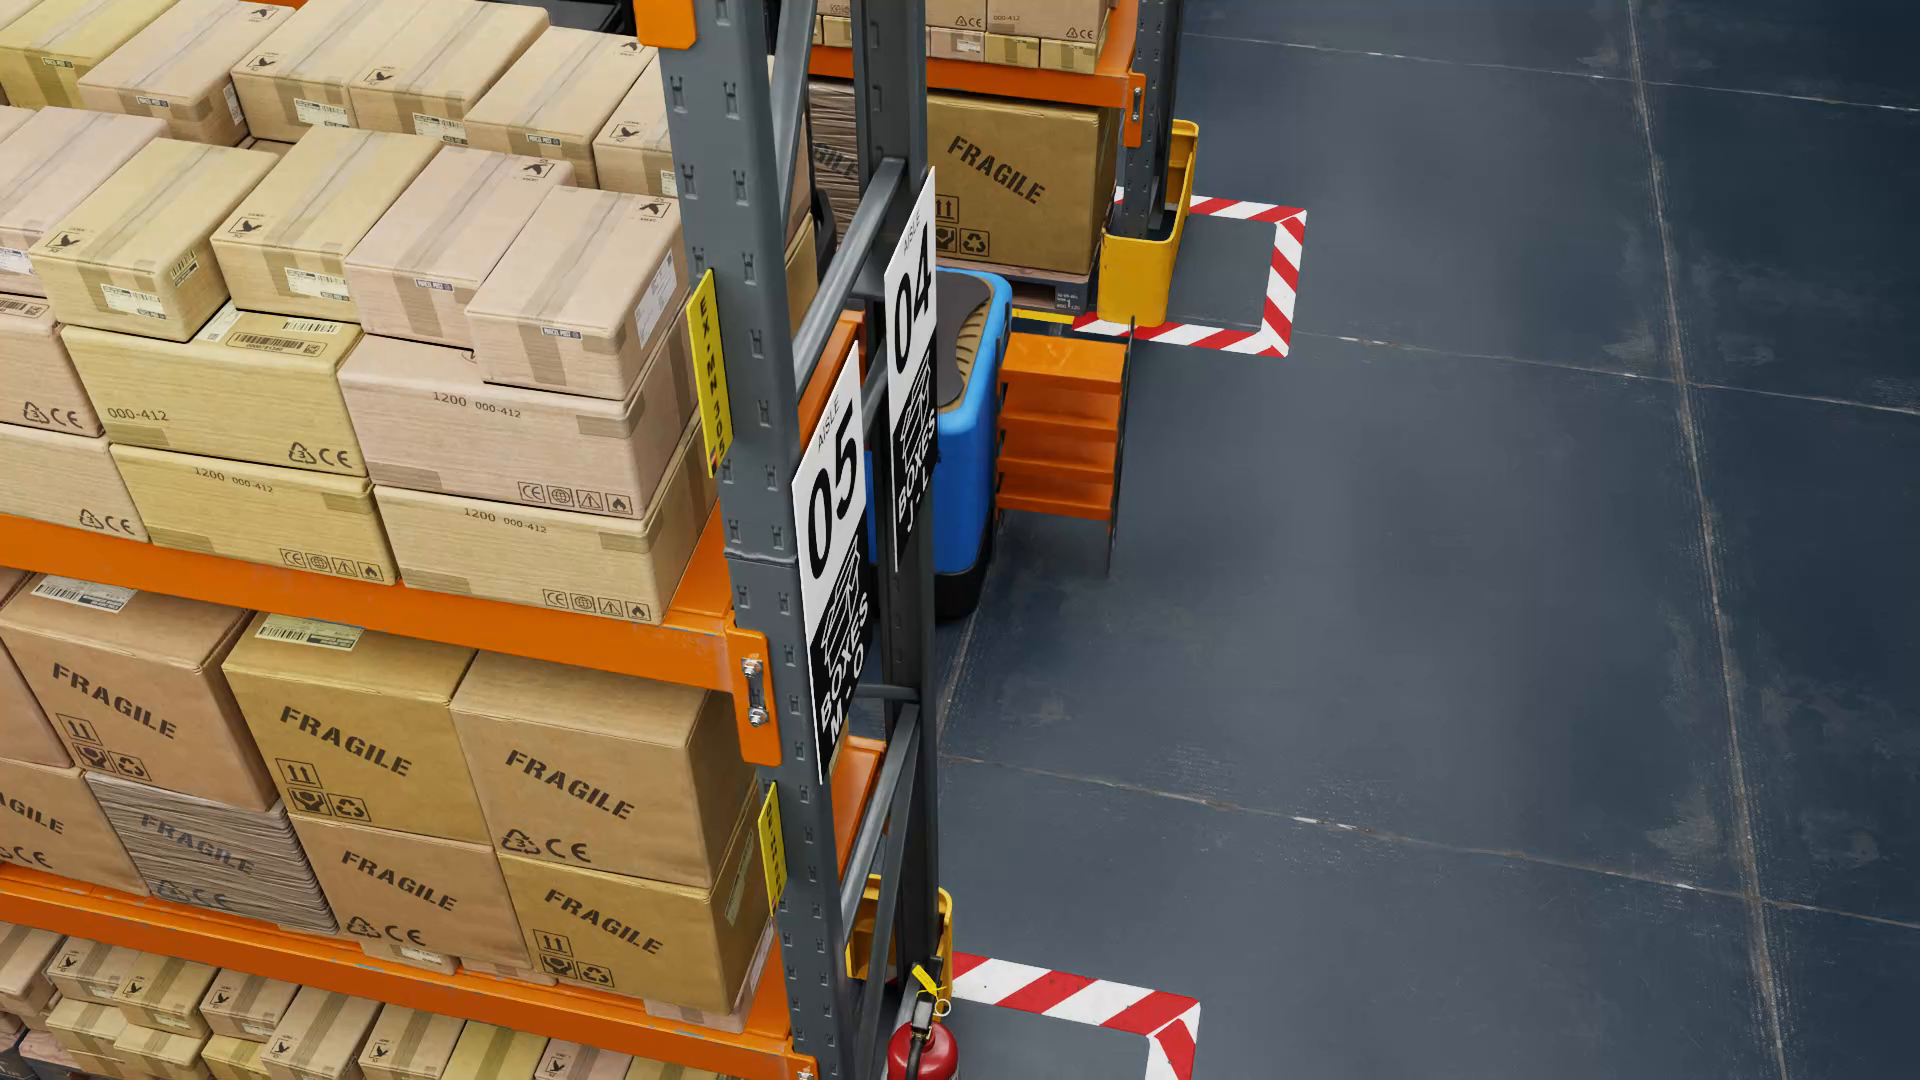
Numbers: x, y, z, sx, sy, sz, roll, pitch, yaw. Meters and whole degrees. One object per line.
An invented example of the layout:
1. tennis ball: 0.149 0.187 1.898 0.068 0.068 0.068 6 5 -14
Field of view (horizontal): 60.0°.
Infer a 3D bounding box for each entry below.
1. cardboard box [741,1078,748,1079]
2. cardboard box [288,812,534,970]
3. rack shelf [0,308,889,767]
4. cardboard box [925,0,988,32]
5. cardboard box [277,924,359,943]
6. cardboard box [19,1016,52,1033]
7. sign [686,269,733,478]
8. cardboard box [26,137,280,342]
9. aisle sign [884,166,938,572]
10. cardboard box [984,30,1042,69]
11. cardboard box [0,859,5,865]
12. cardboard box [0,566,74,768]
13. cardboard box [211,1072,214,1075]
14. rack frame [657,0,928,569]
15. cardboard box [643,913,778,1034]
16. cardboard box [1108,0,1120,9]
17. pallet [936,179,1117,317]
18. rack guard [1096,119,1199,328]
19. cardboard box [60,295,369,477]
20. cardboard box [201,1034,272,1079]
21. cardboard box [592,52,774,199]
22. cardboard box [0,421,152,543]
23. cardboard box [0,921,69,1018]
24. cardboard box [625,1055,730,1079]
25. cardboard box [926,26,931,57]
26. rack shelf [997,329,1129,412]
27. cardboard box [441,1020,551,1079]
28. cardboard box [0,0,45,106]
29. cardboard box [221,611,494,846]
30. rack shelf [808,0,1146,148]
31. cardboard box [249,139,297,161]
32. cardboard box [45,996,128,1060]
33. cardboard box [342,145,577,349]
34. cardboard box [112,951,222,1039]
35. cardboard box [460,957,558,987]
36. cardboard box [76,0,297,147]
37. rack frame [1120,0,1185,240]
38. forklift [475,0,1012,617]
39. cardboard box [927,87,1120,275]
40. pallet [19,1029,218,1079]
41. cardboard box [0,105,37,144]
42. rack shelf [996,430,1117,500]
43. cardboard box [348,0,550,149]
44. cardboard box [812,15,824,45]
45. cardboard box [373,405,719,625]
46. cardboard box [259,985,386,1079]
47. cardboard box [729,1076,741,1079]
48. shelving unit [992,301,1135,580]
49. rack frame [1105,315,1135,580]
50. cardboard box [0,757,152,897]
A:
1. cardboard box: -0.793 1.719 5.014 0.250 0.149 0.380 10 45 10
2. cardboard box: -1.230 0.664 4.071 0.500 0.500 0.500 8 45 8
3. rack shelf: -2.186 -0.342 3.758 4.000 0.370 1.077 9 45 9
4. cardboard box: -0.078 -2.583 7.625 0.500 0.250 0.500 8 44 8
5. cardboard box: -1.601 0.841 4.354 0.250 0.149 0.380 7 44 7
6. cardboard box: -2.810 1.389 5.356 0.250 0.149 0.380 7 44 7
7. sign: -0.375 -0.245 2.500 0.005 0.325 0.100 9 45 9
8. cardboard box: -1.374 -0.528 2.893 0.250 0.149 0.380 9 45 10
9. aisle sign: -0.097 -0.346 3.532 0.004 0.787 0.394 9 45 9
10. cardboard box: 0.274 -2.338 7.657 0.250 0.149 0.380 9 45 9
11. cardboard box: -2.637 0.698 4.503 0.250 0.149 0.380 11 45 11
12. cardboard box: -2.255 0.151 3.883 0.500 0.500 0.500 7 44 8
13. cardboard box: -2.304 1.482 5.260 0.250 0.149 0.380 10 45 10
14. rack frame: -0.234 -1.379 2.154 0.127 3.000 1.000 9 45 9
15. cardboard box: -0.614 1.015 4.174 0.250 0.149 0.380 9 45 9
16. cardboard box: 0.673 -2.746 8.081 0.250 0.149 0.380 9 45 10
17. pallet: 0.150 -1.622 8.744 1.213 0.211 1.003 9 45 9
18. rack guard: 0.971 -1.655 8.569 0.348 0.500 1.175 9 45 9
19. cardboard box: -1.238 -0.399 3.046 0.500 0.250 0.500 8 44 8
20. cardboard box: -2.073 1.466 5.063 0.250 0.149 0.380 11 45 11
21. cardboard box: -0.500 -0.771 3.146 0.250 0.149 0.380 8 45 9
22. cardboard box: -1.716 -0.291 3.294 0.500 0.250 0.500 11 45 11
23. cardboard box: -2.843 1.235 5.088 0.250 0.149 0.380 10 45 10
24. cardboard box: -0.806 1.535 4.776 0.250 0.149 0.380 9 45 10
25. cardboard box: -0.215 -2.415 7.738 0.250 0.149 0.380 10 45 10
26. rack shelf: 0.404 -0.661 6.465 0.480 0.148 0.258 7 44 8
27. cardboard box: -1.319 1.505 4.807 0.250 0.149 0.380 8 44 8
28. cardboard box: -2.009 -1.027 3.411 0.250 0.149 0.380 10 45 10
29. cardboard box: -1.229 0.301 3.727 0.500 0.500 0.500 7 44 8
30. rack shelf: -1.004 -2.603 8.270 4.000 0.370 1.077 9 45 9
31. cardboard box: -1.115 -0.745 3.406 0.500 0.250 0.500 8 45 9
32. cardboard box: -2.583 1.388 5.143 0.250 0.149 0.380 9 45 9
33. cardboard box: -0.846 -0.509 2.873 0.250 0.149 0.380 9 45 10
34. cardboard box: -2.327 1.284 5.037 0.250 0.149 0.380 9 45 9
35. cardboard box: -1.096 0.924 4.268 0.250 0.149 0.380 8 45 9
36. cardboard box: -1.505 -0.917 3.297 0.250 0.149 0.380 10 45 10
37. rack frame: 0.948 -2.559 7.706 0.127 3.000 1.000 9 45 9
38. forklift: -1.340 -1.228 6.372 3.031 2.935 1.130 7 44 8
39. cardboard box: 0.306 -1.988 8.341 0.875 0.875 0.875 9 45 9
40. pallet: -2.280 1.442 5.559 1.213 0.211 1.003 9 45 9
41. cardboard box: -1.865 -0.635 3.004 0.250 0.149 0.380 10 45 10
42. rack shelf: 0.404 -0.330 6.785 0.480 0.148 0.258 7 44 8
43. cardboard box: -0.994 -0.913 3.292 0.250 0.149 0.380 9 45 9
44. cardboard box: -0.722 -2.492 7.817 0.250 0.149 0.380 9 45 9
45. cardboard box: -0.735 -0.134 3.132 0.500 0.250 0.500 8 44 8
46. cardboard box: -1.832 1.420 4.896 0.250 0.149 0.380 10 45 11
47. cardboard box: -0.811 1.664 4.857 0.250 0.149 0.380 8 44 8
48. shelving unit: 0.404 -0.378 6.738 0.503 1.200 0.258 7 44 8
49. rack frame: 0.644 -0.348 6.706 0.015 1.200 0.240 7 44 8
50. cardboard box: -2.211 0.511 4.230 0.500 0.500 0.500 11 45 11
